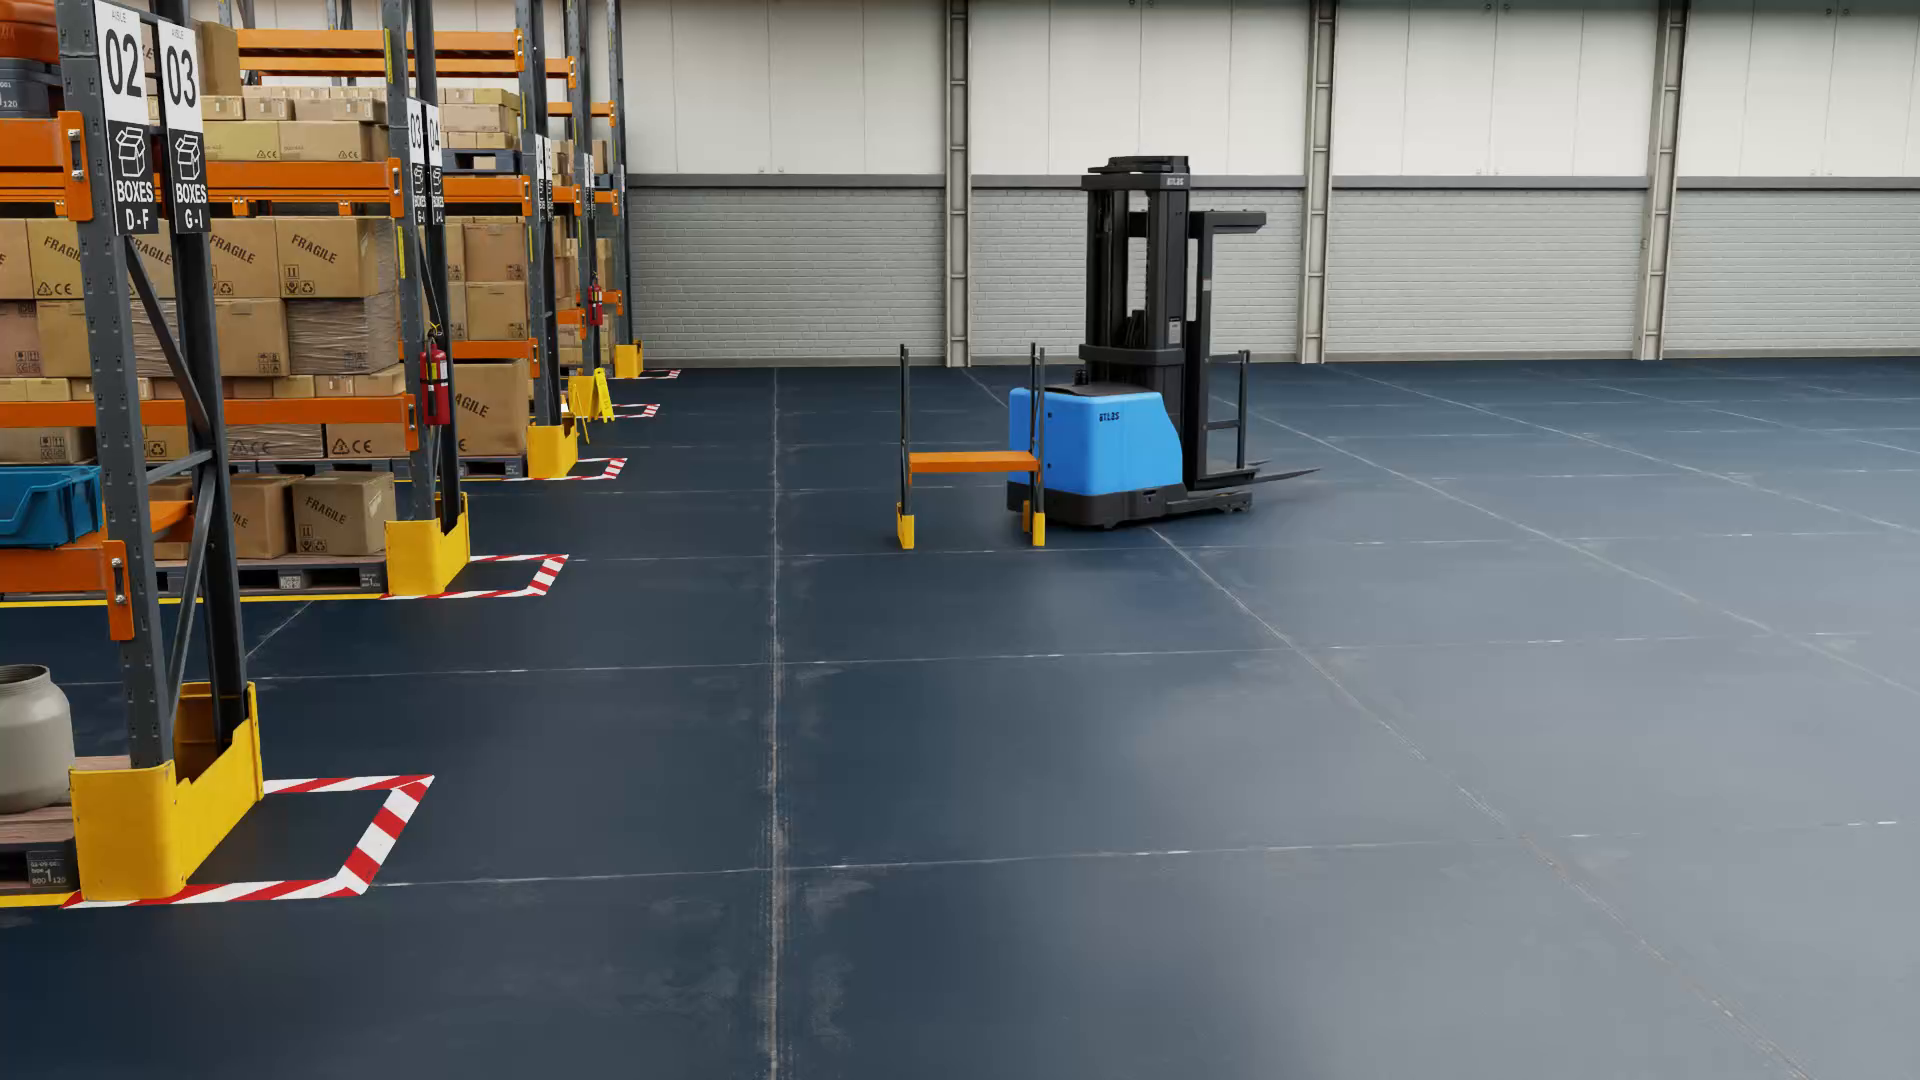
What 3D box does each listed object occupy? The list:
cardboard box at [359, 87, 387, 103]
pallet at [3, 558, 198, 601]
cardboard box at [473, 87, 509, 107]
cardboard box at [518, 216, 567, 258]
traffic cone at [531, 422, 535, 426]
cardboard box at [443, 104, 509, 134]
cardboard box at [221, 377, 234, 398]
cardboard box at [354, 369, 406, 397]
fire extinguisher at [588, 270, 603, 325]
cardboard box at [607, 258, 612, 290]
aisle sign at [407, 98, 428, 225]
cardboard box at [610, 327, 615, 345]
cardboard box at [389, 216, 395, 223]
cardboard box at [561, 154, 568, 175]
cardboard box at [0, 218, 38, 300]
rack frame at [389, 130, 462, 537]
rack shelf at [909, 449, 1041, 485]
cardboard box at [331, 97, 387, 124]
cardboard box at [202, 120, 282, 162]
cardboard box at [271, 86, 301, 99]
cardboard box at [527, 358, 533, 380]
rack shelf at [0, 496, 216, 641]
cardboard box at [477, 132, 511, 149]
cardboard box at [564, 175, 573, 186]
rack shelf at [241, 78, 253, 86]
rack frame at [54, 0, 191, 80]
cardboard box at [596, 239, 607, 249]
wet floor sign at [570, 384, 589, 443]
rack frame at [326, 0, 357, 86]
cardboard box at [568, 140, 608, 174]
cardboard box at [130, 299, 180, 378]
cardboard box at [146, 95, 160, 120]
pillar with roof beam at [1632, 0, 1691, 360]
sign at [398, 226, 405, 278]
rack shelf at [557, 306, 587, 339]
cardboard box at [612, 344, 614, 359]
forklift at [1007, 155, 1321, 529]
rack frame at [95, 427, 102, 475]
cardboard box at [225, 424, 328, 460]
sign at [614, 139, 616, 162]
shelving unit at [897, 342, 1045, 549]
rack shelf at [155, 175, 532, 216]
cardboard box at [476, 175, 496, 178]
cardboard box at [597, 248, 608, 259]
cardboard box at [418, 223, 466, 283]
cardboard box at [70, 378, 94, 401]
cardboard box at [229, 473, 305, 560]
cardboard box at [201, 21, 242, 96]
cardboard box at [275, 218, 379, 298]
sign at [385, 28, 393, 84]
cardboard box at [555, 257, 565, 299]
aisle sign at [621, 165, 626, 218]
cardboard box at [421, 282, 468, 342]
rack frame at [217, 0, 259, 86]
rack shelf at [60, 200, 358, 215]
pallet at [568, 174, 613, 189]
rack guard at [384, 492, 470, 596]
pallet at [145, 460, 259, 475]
[{"bbox_3d":[-5.342,-4.073,15.268,0.250,0.149,0.380,-1,11,-6],"label":"cardboard box"},{"bbox_3d":[-5.697,0.187,11.367,1.213,0.211,1.003,-1,11,-6],"label":"pallet"},{"bbox_3d":[-4.333,-4.093,15.374,0.250,0.149,0.380,-1,11,-6],"label":"cardboard box"},{"bbox_3d":[-5.154,-3.751,20.549,0.500,0.500,0.700,-1,11,-7],"label":"cardboard box"},{"bbox_3d":[-4.958,-1.617,19.892,0.334,0.463,0.336,-1,11,-6],"label":"traffic cone"},{"bbox_3d":[-4.491,-3.906,15.455,0.500,0.250,0.500,-1,11,-5],"label":"cardboard box"},{"bbox_3d":[-4.856,-1.029,10.977,0.250,0.149,0.380,-1,11,-6],"label":"cardboard box"},{"bbox_3d":[-3.861,-1.049,11.077,0.250,0.149,0.380,-1,11,-6],"label":"cardboard box"},{"bbox_3d":[-4.507,-2.994,20.521,0.183,0.674,0.296,-1,11,-6],"label":"fire extinguisher"},{"bbox_3d":[-5.732,-4.162,26.001,0.500,0.500,0.500,-1,11,-4],"label":"cardboard box"},{"bbox_3d":[-3.506,-2.437,10.747,0.004,0.787,0.394,-1,11,-6],"label":"aisle sign"},{"bbox_3d":[-5.700,-3.202,26.122,0.500,0.250,0.500,-1,11,-5],"label":"cardboard box"},{"bbox_3d":[-6.665,-3.728,20.431,0.500,0.500,0.700,-1,11,-6],"label":"cardboard box"},{"bbox_3d":[-5.199,-4.703,20.854,0.500,0.250,0.500,-1,11,-7],"label":"cardboard box"},{"bbox_3d":[-6.108,-1.801,10.632,0.500,0.500,0.500,-1,11,-6],"label":"cardboard box"},{"bbox_3d":[-3.600,-1.217,11.284,0.127,3.000,1.000,-1,11,-6],"label":"rack frame"},{"bbox_3d":[0.085,-0.561,12.767,1.000,0.185,0.538,-1,11,-6],"label":"rack shelf"},{"bbox_3d":[-3.842,-2.746,10.637,0.250,0.149,0.380,-1,11,-6],"label":"cardboard box"},{"bbox_3d":[-4.548,-2.546,10.655,0.500,0.250,0.500,-1,11,-6],"label":"cardboard box"},{"bbox_3d":[-6.101,-4.056,15.185,0.250,0.149,0.380,-1,11,-6],"label":"cardboard box"},{"bbox_3d":[-5.438,-2.276,20.764,0.500,0.500,0.500,-1,11,-6],"label":"cardboard box"},{"bbox_3d":[-5.053,0.127,6.310,4.000,0.370,1.077,-1,11,-6],"label":"rack shelf"},{"bbox_3d":[-4.329,-3.702,15.452,0.250,0.149,0.380,-1,11,-6],"label":"cardboard box"},{"bbox_3d":[-5.035,-4.522,20.968,0.250,0.149,0.380,-1,11,-6],"label":"cardboard box"},{"bbox_3d":[-10.635,-5.387,19.845,4.000,0.370,1.077,-1,11,-6],"label":"rack shelf"},{"bbox_3d":[-3.065,-3.211,5.874,0.127,3.000,1.000,-1,11,-6],"label":"rack frame"},{"bbox_3d":[-5.543,-4.535,25.448,0.250,0.149,0.380,-1,11,-6],"label":"cardboard box"},{"bbox_3d":[-4.220,-1.396,18.295,0.232,0.644,0.267,-3,12,-16],"label":"wet floor sign"},{"bbox_3d":[-9.186,-6.930,24.790,0.127,3.000,1.000,-1,11,-6],"label":"rack frame"},{"bbox_3d":[-5.624,-5.790,25.159,0.500,0.500,0.500,-1,11,-4],"label":"cardboard box"},{"bbox_3d":[-5.136,-1.371,11.033,0.500,0.500,0.875,-1,11,-6],"label":"cardboard box"},{"bbox_3d":[-5.137,-2.720,10.506,0.250,0.149,0.380,-2,11,-9],"label":"cardboard box"},{"bbox_3d":[12.360,-6.721,23.727,0.400,9.000,9.100,-1,11,-6],"label":"pillar with roof beam"},{"bbox_3d":[-3.560,-1.834,10.598,0.005,0.325,0.100,-1,11,-6],"label":"sign"},{"bbox_3d":[-6.658,-2.723,20.809,4.000,0.370,1.077,-1,11,-6],"label":"rack shelf"},{"bbox_3d":[-5.719,-2.954,26.156,0.500,0.250,0.500,-1,11,-6],"label":"cardboard box"},{"bbox_3d":[1.861,-1.732,14.081,3.031,2.935,1.130,-9,14,-37],"label":"forklift"},{"bbox_3d":[-8.012,-2.087,15.709,0.127,3.000,1.000,-1,11,-6],"label":"rack frame"},{"bbox_3d":[-6.483,-1.270,15.971,0.875,0.875,0.875,-1,11,-6],"label":"cardboard box"},{"bbox_3d":[-5.165,-5.833,24.895,0.005,0.325,0.100,-1,11,-6],"label":"sign"},{"bbox_3d":[0.076,-0.738,12.731,1.083,1.500,0.587,-1,11,-6],"label":"shelving unit"},{"bbox_3d":[-6.023,-3.248,15.701,4.000,0.370,1.077,-1,11,-6],"label":"rack shelf"},{"bbox_3d":[-5.765,-4.402,20.360,0.250,0.149,0.380,-1,11,-6],"label":"cardboard box"},{"bbox_3d":[-5.524,-4.376,25.410,0.250,0.149,0.380,-1,11,-5],"label":"cardboard box"},{"bbox_3d":[-4.945,-2.745,15.865,0.550,0.550,0.875,-1,11,-6],"label":"cardboard box"},{"bbox_3d":[-5.597,-1.005,10.857,0.250,0.149,0.380,-1,11,-6],"label":"cardboard box"},{"bbox_3d":[-4.813,-0.168,11.338,0.500,0.500,0.500,2,11,9],"label":"cardboard box"},{"bbox_3d":[-5.105,-3.150,11.014,0.500,0.500,0.500,-1,11,-6],"label":"cardboard box"},{"bbox_3d":[-4.120,-1.844,10.850,0.500,0.500,0.500,-1,11,-6],"label":"cardboard box"},{"bbox_3d":[-3.560,-3.017,10.366,0.005,0.325,0.100,-1,11,-6],"label":"sign"},{"bbox_3d":[-5.180,-3.249,20.586,0.500,0.500,0.500,-1,11,-7],"label":"cardboard box"},{"bbox_3d":[-5.113,-5.290,25.262,0.004,0.787,0.394,-1,11,-6],"label":"aisle sign"},{"bbox_3d":[-4.944,-2.212,15.956,0.550,0.550,0.875,-1,11,-6],"label":"cardboard box"},{"bbox_3d":[-8.647,-5.978,19.949,0.127,3.000,1.000,-1,11,-6],"label":"rack frame"},{"bbox_3d":[-11.175,-5.063,24.937,4.000,0.370,1.077,-1,11,-6],"label":"rack shelf"},{"bbox_3d":[-5.916,-5.488,25.462,1.213,0.211,1.003,-1,11,-6],"label":"pallet"},{"bbox_3d":[-3.675,0.011,11.517,0.348,0.500,1.175,-1,11,-6],"label":"rack guard"},{"bbox_3d":[-7.247,-0.720,15.983,1.213,0.211,1.003,-1,11,-6],"label":"pallet"}]
